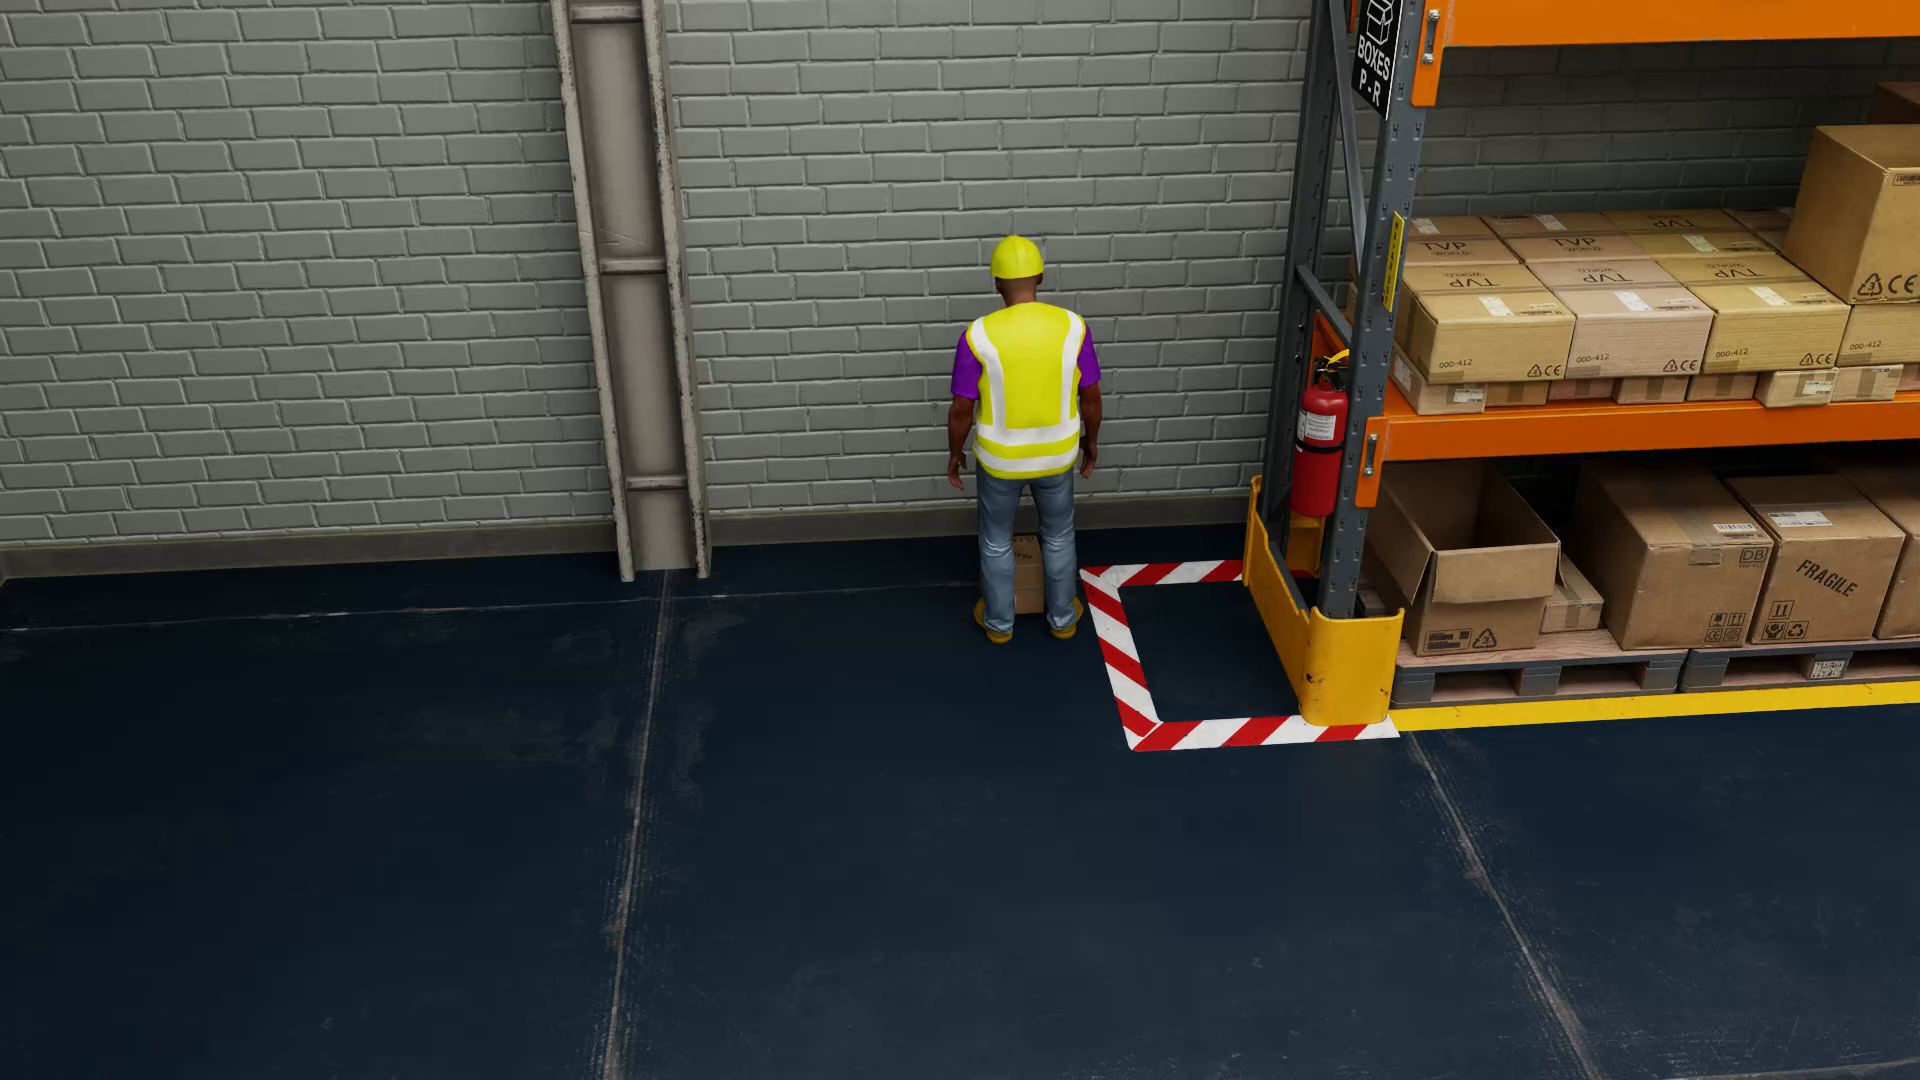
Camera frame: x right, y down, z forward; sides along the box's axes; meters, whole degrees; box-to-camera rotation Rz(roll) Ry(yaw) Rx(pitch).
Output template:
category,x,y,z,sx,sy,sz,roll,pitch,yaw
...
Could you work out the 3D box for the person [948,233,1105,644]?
category,x,y,z,sx,sy,sz,roll,pitch,yaw
person,0.265,-0.380,6.749,0.633,1.760,0.463,-3,31,-5
